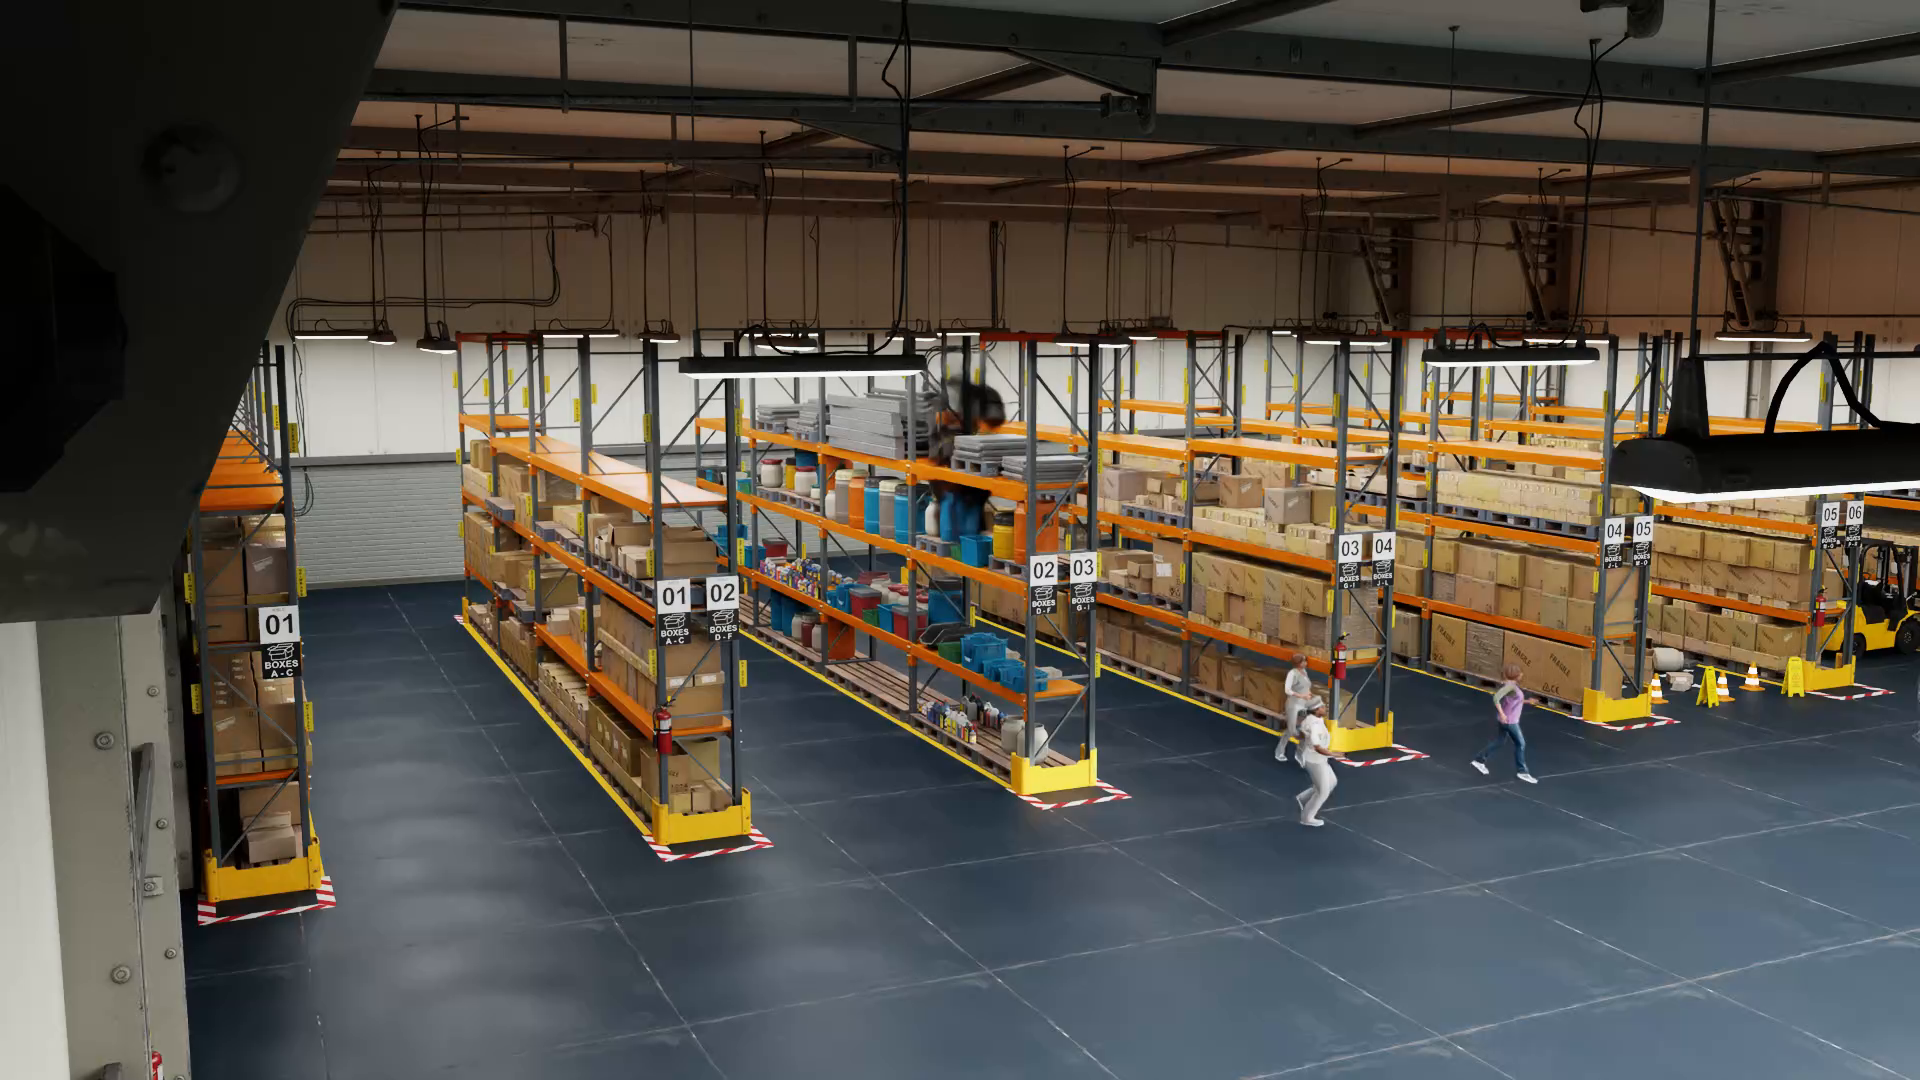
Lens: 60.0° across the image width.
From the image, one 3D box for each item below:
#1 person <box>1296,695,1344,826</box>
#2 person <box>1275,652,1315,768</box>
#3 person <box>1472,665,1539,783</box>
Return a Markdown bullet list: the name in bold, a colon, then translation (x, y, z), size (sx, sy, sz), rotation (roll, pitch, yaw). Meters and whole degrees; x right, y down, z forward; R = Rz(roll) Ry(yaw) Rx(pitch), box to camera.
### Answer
- **person**: translation (4.492, 2.736, 20.674), size (0.537, 1.649, 0.601), rotation (1, 8, 6)
- **person**: translation (4.801, 2.394, 23.537), size (0.607, 1.617, 0.568), rotation (-6, 10, -39)
- **person**: translation (7.426, 2.479, 22.597), size (0.856, 1.612, 0.520), rotation (2, 8, 13)
